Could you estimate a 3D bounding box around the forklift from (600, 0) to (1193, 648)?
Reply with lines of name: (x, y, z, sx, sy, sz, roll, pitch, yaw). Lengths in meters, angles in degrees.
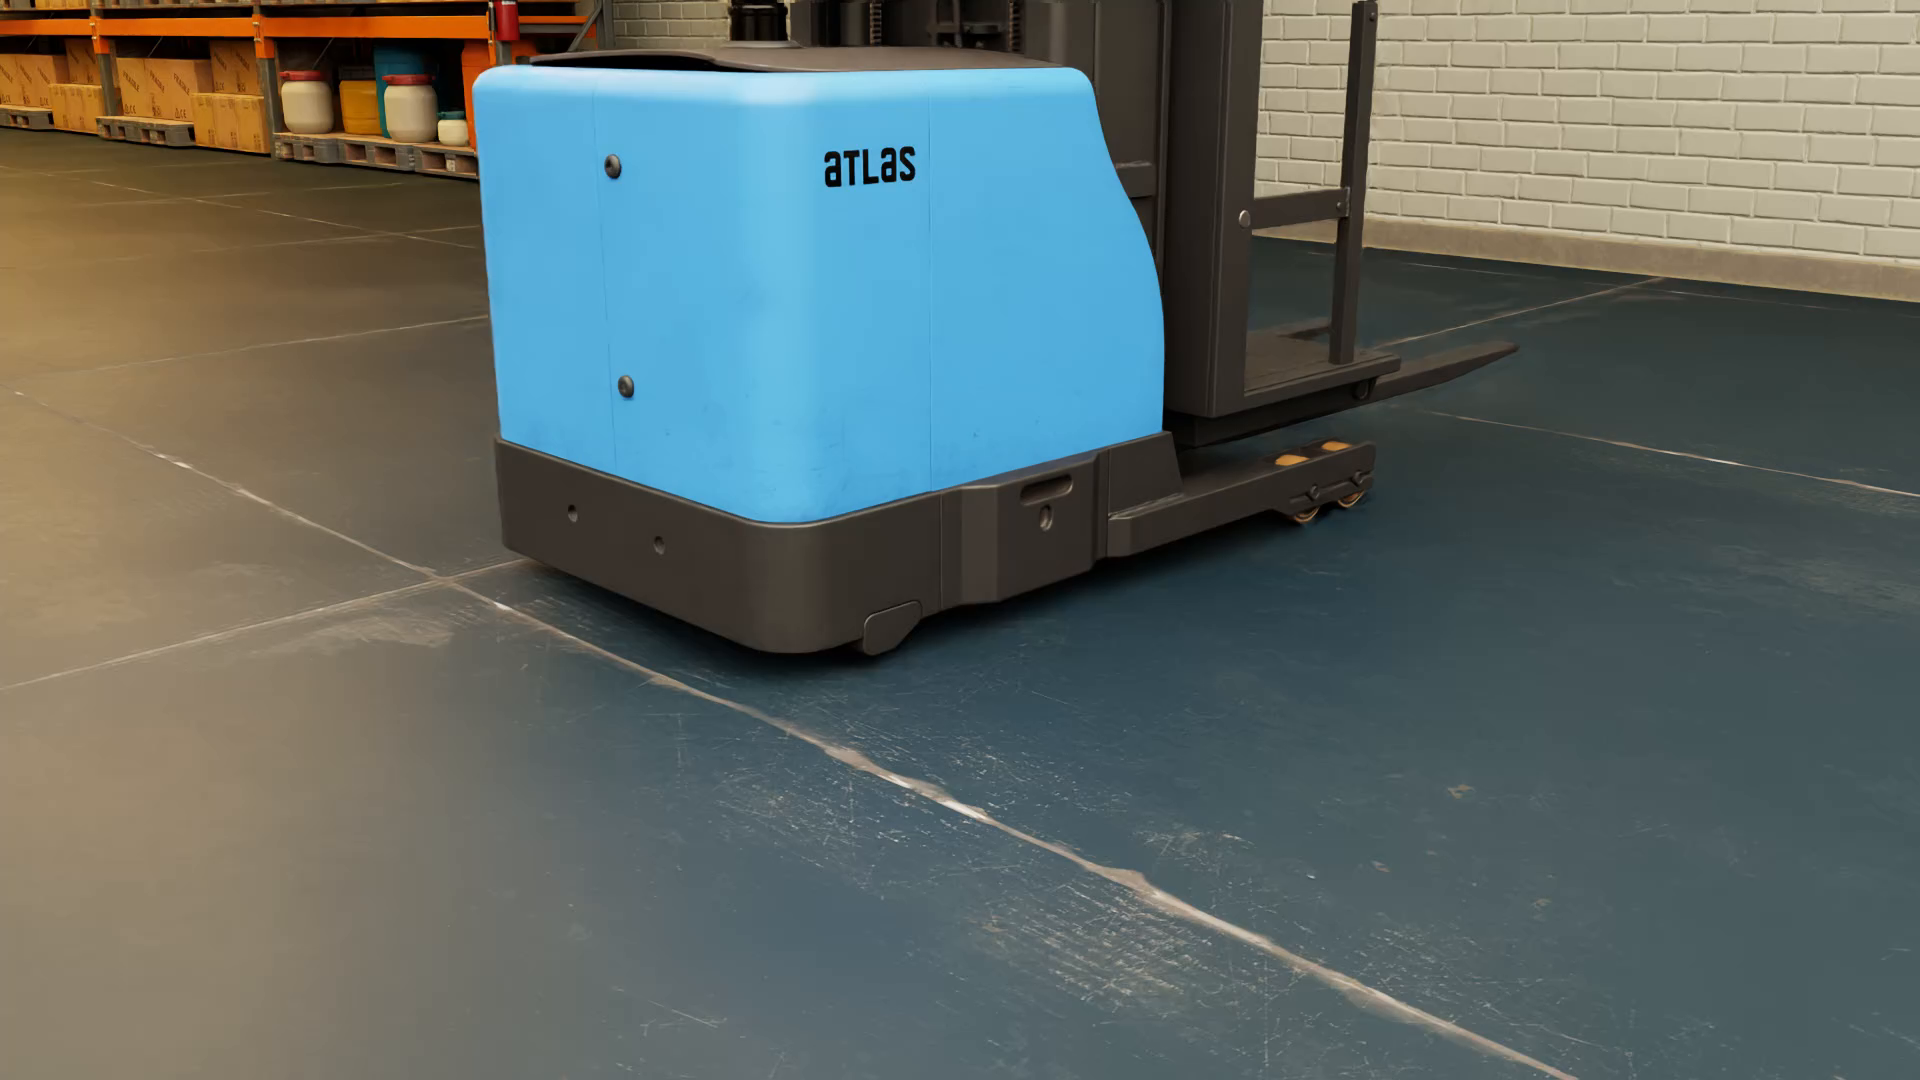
forklift: (0.008, -1.592, 4.082, 1.130, 2.935, 3.031, 2, 17, 5)
